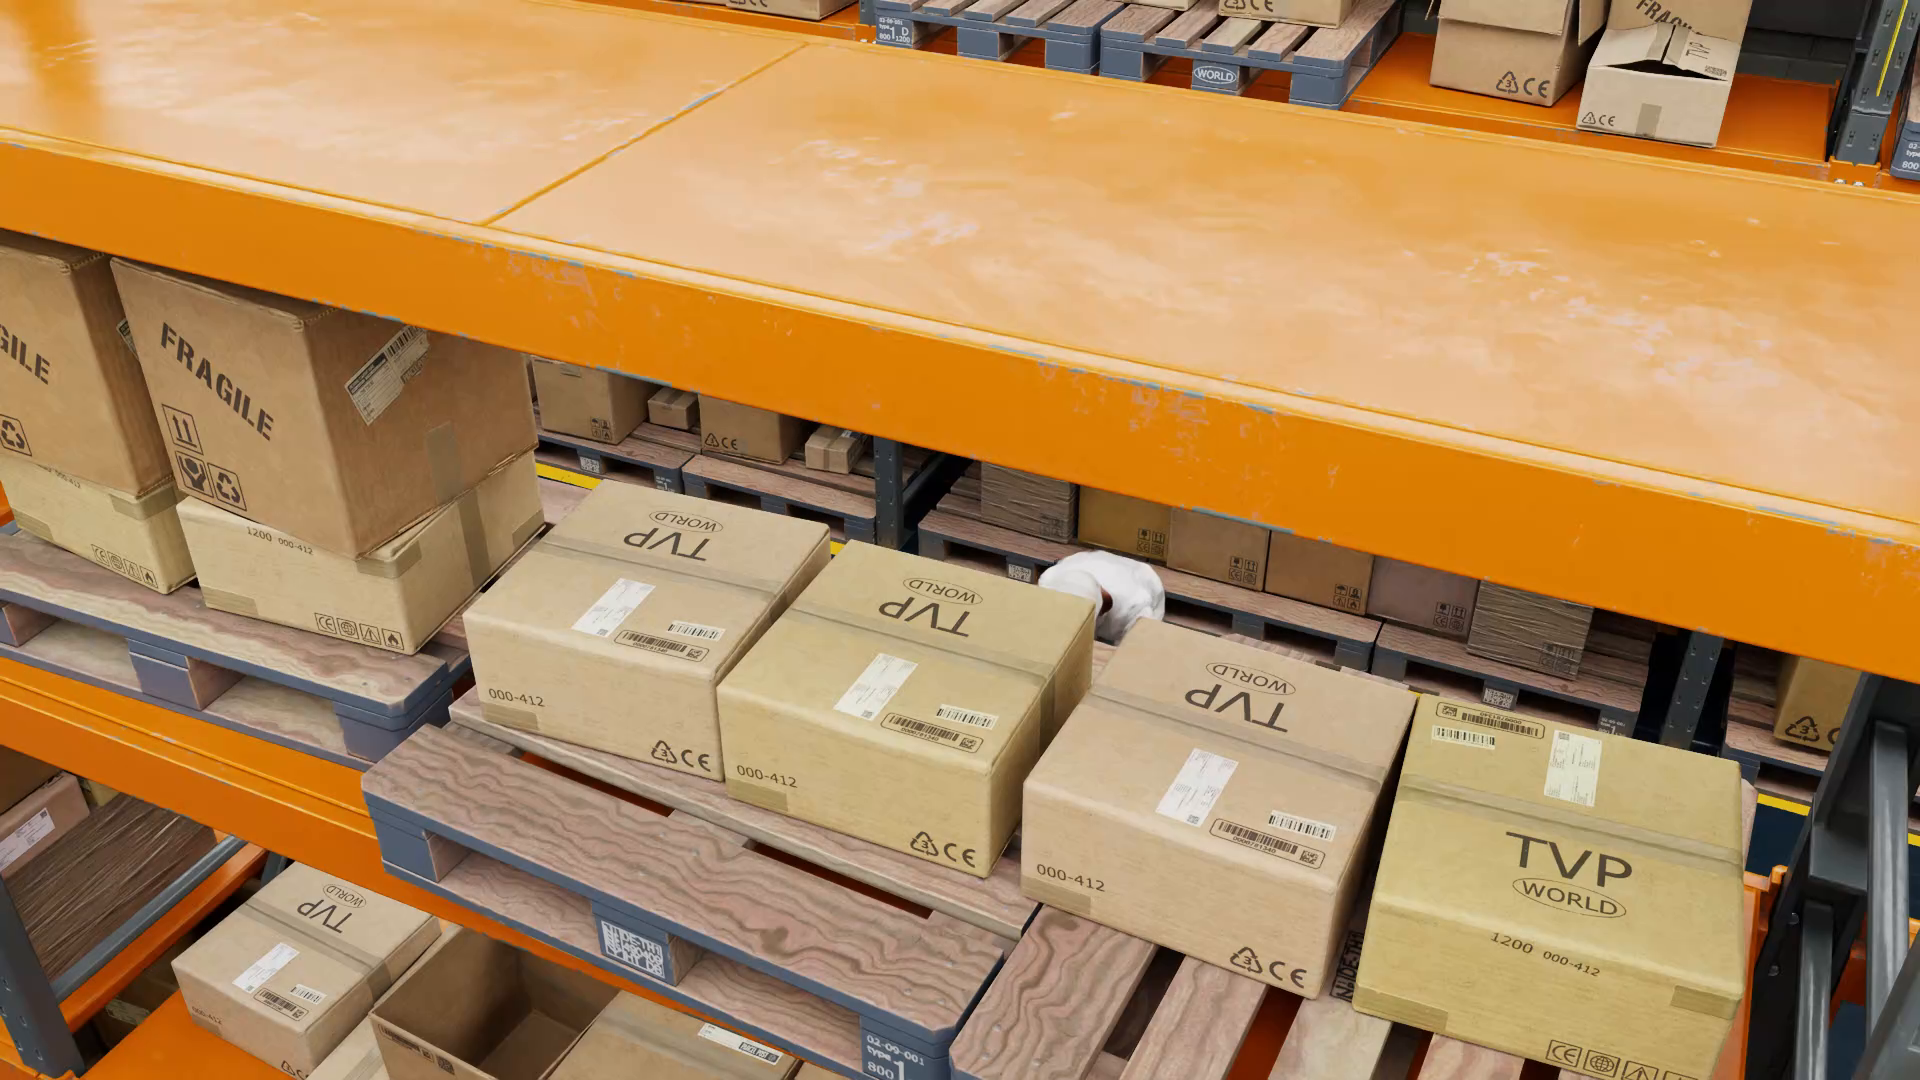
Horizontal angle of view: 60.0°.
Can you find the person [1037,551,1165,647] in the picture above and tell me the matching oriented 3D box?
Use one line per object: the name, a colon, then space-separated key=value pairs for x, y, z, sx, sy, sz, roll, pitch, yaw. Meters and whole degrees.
person: x=0.563 y=0.553 z=6.944 sx=0.489 sy=1.413 sz=0.881 roll=13 pitch=36 yaw=19
